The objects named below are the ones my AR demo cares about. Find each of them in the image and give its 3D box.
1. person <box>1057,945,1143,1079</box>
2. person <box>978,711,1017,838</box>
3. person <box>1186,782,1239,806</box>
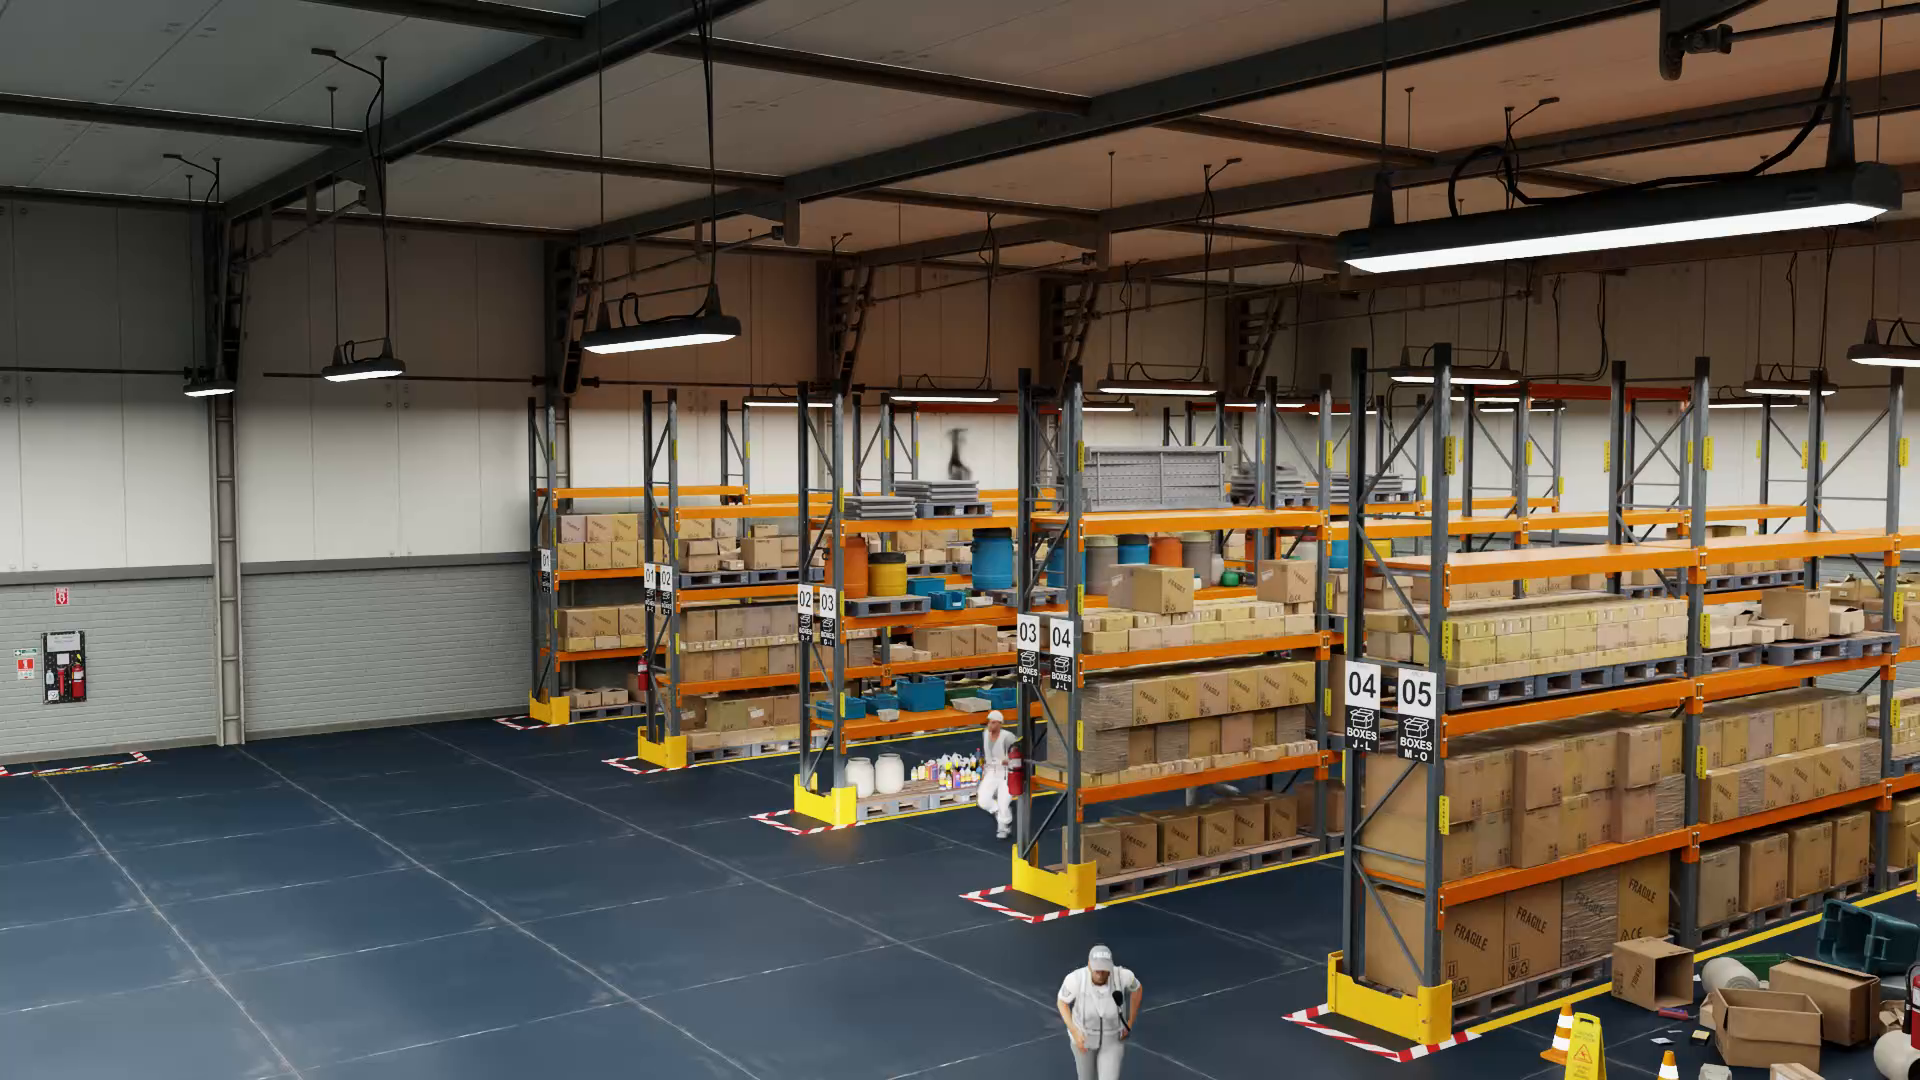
[{"bbox_3d":[1.013,3.673,12.179,0.628,1.626,1.004,0,3,-3],"label":"person"},{"bbox_3d":[0.487,3.023,21.368,0.620,1.700,0.720,2,4,31],"label":"person"},{"bbox_3d":[3.373,3.023,22.512,1.073,1.660,0.565,-2,4,-36],"label":"person"}]
